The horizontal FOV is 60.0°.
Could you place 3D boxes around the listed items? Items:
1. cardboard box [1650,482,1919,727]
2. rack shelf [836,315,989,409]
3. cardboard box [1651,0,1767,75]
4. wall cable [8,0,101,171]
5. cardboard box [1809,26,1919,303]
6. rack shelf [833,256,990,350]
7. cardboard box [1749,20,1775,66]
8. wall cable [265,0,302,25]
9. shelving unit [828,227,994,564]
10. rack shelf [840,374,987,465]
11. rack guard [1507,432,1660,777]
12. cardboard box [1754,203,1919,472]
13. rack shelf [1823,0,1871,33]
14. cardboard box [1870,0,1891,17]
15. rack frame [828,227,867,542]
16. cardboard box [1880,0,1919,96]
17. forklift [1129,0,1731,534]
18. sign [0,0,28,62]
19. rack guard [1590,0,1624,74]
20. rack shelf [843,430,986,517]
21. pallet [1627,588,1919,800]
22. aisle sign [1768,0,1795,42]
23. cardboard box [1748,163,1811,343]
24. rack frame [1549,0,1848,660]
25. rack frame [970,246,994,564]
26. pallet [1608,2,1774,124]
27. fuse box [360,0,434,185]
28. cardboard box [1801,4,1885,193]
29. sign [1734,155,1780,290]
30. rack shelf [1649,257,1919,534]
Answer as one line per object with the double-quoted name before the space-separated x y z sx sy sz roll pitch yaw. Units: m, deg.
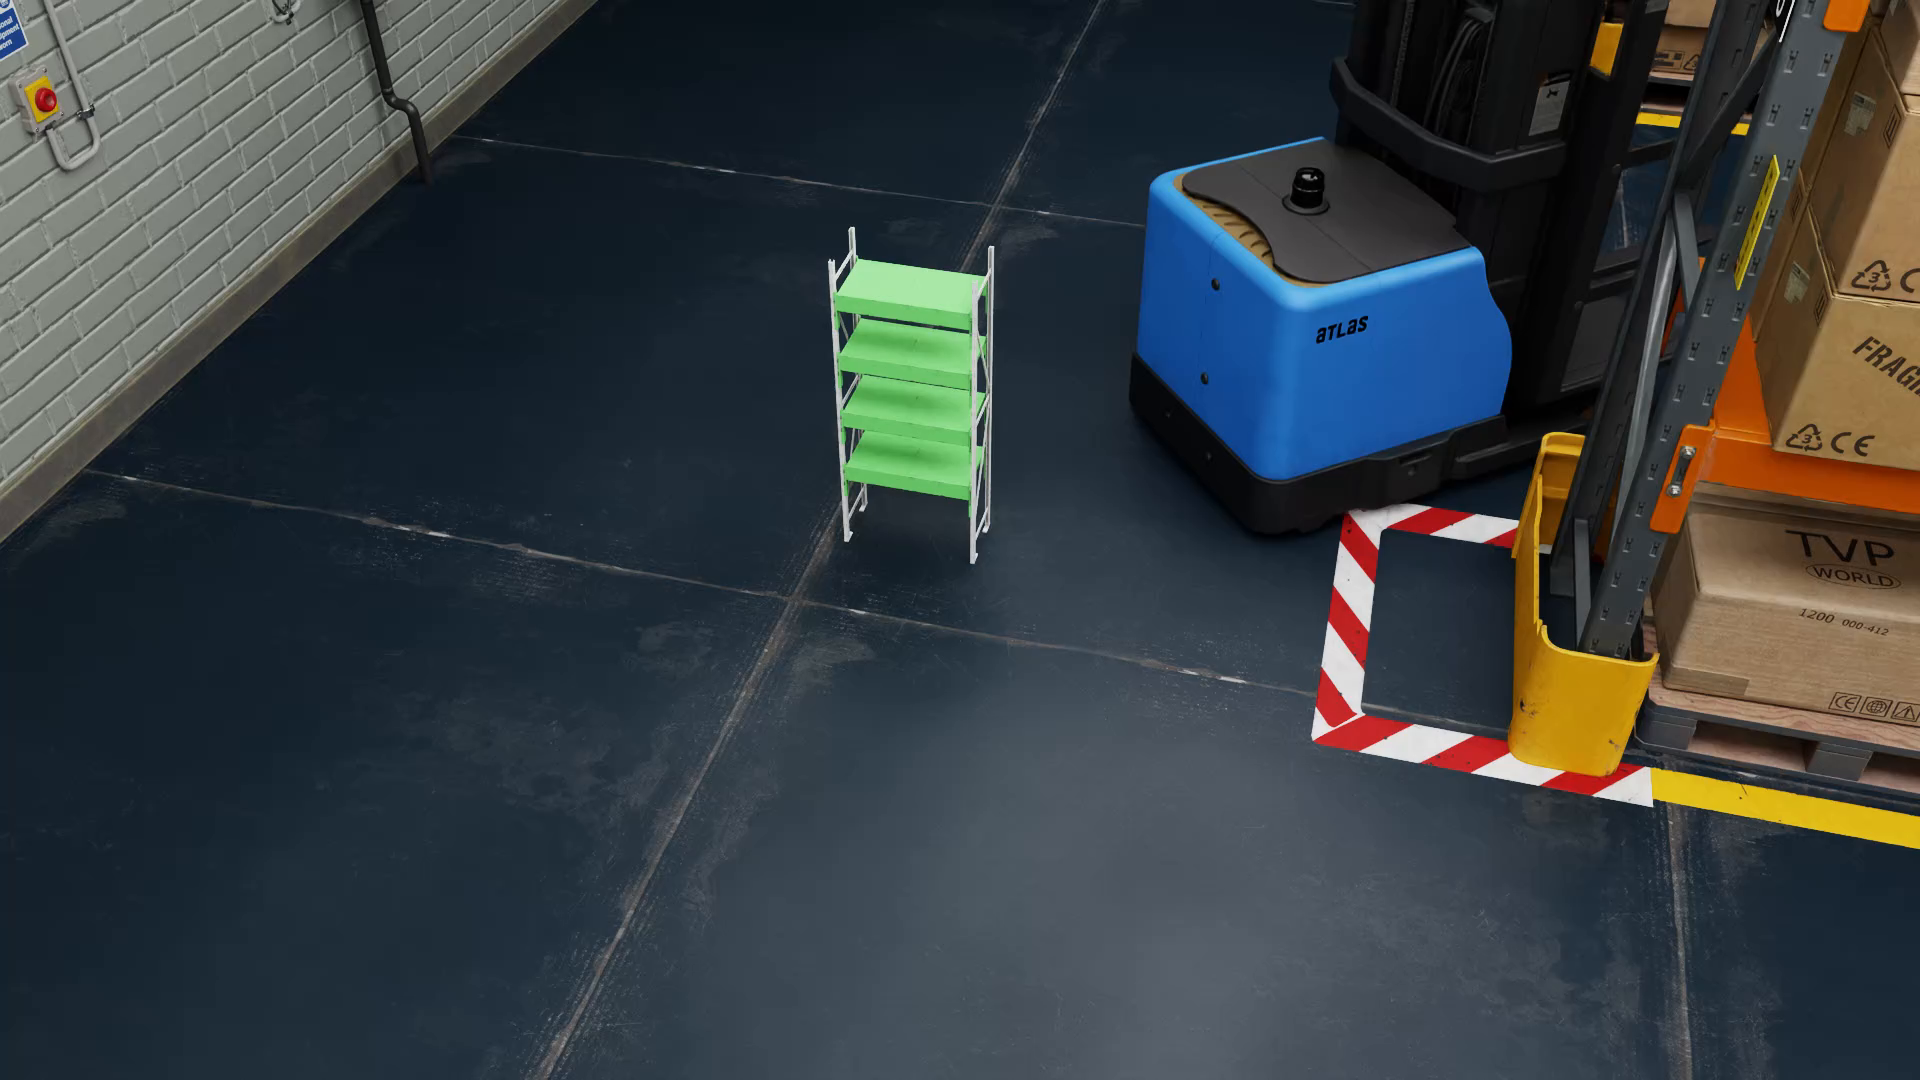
"cardboard box" 2.782 0.103 5.460 0.875 0.438 0.875 8 41 10
"rack shelf" -0.160 -0.622 5.784 0.480 0.148 0.258 10 41 11
"cardboard box" 3.964 -2.893 8.977 0.637 0.503 0.797 8 41 10
"wall cable" -3.335 -2.088 5.590 0.123 1.953 0.585 10 41 11
"cardboard box" 2.509 -0.929 4.168 0.500 0.500 0.500 9 41 10
"rack shelf" -0.160 -0.806 5.629 0.480 0.148 0.258 10 41 11
"cardboard box" 4.365 -2.663 8.978 0.250 0.149 0.380 8 41 10
"wall cable" -2.979 -2.959 6.651 0.122 1.984 0.588 10 41 11
"shelving unit" -0.160 -0.487 5.897 0.503 1.200 0.258 10 41 11
"rack shelf" -0.160 -0.438 5.938 0.480 0.148 0.258 10 41 11
"rack guard" 2.095 0.189 5.637 0.348 0.500 1.175 10 41 11
"cardboard box" 2.508 -0.545 4.488 0.500 0.500 0.500 9 41 11
"rack shelf" 4.051 -1.305 3.699 4.000 0.370 1.077 10 41 11
"cardboard box" 2.517 -1.499 4.343 0.250 0.149 0.380 10 41 12
"rack frame" -0.396 -0.528 5.945 0.015 1.200 0.240 10 41 11
"cardboard box" 2.390 -1.203 3.990 0.250 0.149 0.380 11 41 12
"forklift" 2.252 -1.785 6.097 3.031 2.935 1.130 -17 43 -19
"sign" -3.406 -1.771 5.816 0.001 0.218 0.327 10 41 11
"rack guard" 3.471 -2.879 9.289 0.348 0.500 1.175 10 41 11
"rack shelf" -0.160 -0.254 6.092 0.480 0.148 0.258 10 41 11
"pallet" 2.911 0.388 5.624 1.213 0.211 1.003 10 41 11
"aisle sign" 1.974 -1.592 3.792 0.004 0.787 0.394 10 41 11
"cardboard box" 2.653 -0.887 4.896 0.500 0.500 0.500 10 41 12
"rack frame" 2.119 -0.764 4.828 0.127 3.000 1.000 10 41 11
"rack frame" 0.076 -0.446 5.849 0.015 1.200 0.240 10 41 11
"pallet" 4.242 -2.636 9.225 1.213 0.211 1.003 10 41 11
"fuse box" -2.651 -2.475 7.866 0.414 1.711 0.539 10 41 11
"cardboard box" 2.646 -1.253 4.555 0.500 0.500 0.500 11 41 13
"sign" 1.969 -0.783 4.115 0.005 0.325 0.100 10 41 11
"rack shelf" 4.051 -0.157 4.663 4.000 0.370 1.077 10 41 11
